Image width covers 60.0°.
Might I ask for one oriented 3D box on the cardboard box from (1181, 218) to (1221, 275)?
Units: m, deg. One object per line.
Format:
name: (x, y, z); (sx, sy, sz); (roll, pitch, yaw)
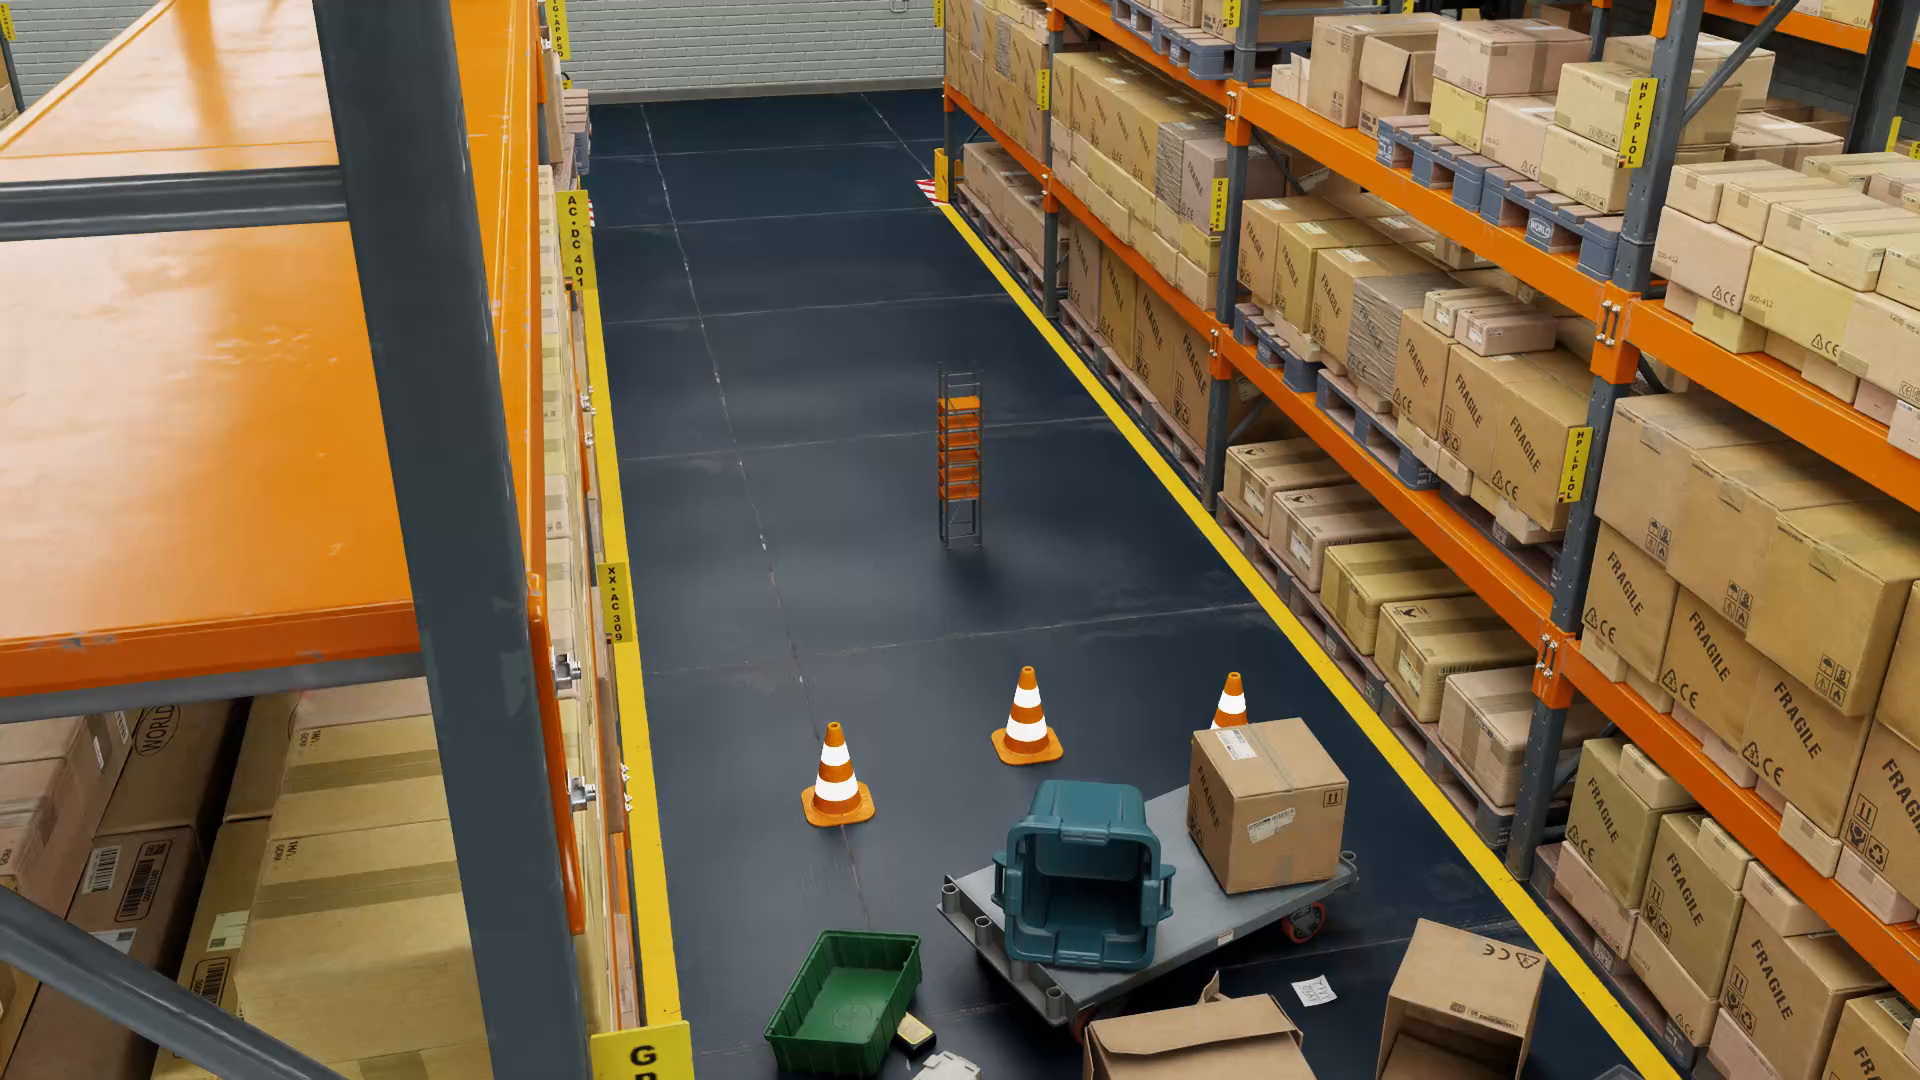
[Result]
cardboard box: (1.773, -1.942, 10.880); (0.500, 0.250, 0.500); (-6, 27, -12)

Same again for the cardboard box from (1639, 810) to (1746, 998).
cardboard box: (3.033, 1.383, 6.434); (0.500, 0.500, 0.500); (-5, 27, -10)

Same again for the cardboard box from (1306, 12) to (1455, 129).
cardboard box: (2.333, -2.565, 9.063); (0.700, 0.500, 0.500); (-6, 27, -12)

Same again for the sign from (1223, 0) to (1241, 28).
sign: (1.587, -3.151, 9.673); (0.100, 0.325, 0.005); (-6, 27, -12)

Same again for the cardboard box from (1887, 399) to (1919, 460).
cardboard box: (3.067, -0.333, 5.030); (0.380, 0.149, 0.250); (-6, 28, -13)

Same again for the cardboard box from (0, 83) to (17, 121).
cardboard box: (-8.961, -3.984, 15.151); (0.500, 0.250, 0.500); (-6, 27, -12)

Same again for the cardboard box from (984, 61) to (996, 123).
cardboard box: (0.522, -4.253, 15.736); (0.500, 0.500, 0.500); (-5, 27, -10)

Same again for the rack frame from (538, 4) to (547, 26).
rack frame: (-2.671, -3.730, 8.153); (1.000, 3.000, 0.127); (-6, 27, -12)

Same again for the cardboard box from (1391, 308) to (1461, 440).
cardboard box: (2.480, -0.832, 8.162); (0.500, 0.500, 0.500); (-5, 27, -10)

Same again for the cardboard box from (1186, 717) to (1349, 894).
cardboard box: (1.303, 1.129, 7.118); (0.500, 0.500, 0.500); (-6, 27, -12)

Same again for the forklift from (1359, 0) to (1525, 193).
forklift: (4.033, -2.794, 13.033); (1.130, 2.935, 3.031); (-6, 27, -12)

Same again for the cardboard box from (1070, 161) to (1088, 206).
cardboard box: (1.188, -2.841, 13.215); (0.500, 0.250, 0.500); (-7, 28, -13)

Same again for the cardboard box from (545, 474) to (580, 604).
cardboard box: (-0.861, 0.020, 2.869); (0.380, 0.149, 0.250); (-6, 27, -12)

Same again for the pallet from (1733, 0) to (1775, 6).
pallet: (6.378, -4.367, 12.953); (1.213, 0.211, 1.003); (-6, 27, -12)

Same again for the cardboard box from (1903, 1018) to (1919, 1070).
cardboard box: (3.238, 1.623, 5.239); (0.380, 0.149, 0.250); (-5, 27, -9)

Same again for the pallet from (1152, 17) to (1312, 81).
pallet: (1.932, -3.131, 10.504); (1.213, 0.211, 1.003); (-5, 27, -9)

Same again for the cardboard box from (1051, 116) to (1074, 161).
cardboard box: (1.052, -3.289, 13.549); (0.500, 0.250, 0.500); (-7, 28, -13)

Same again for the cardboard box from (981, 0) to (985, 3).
cardboard box: (0.415, -5.136, 15.657); (0.380, 0.149, 0.250); (-6, 27, -11)

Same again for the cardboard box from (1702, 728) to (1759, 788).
cardboard box: (3.008, 0.772, 6.171); (0.380, 0.149, 0.250); (-5, 27, -10)

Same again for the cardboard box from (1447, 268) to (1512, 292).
cardboard box: (2.867, -1.105, 8.703); (0.500, 0.500, 0.500); (-7, 28, -14)

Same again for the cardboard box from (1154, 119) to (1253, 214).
cardboard box: (1.634, -2.514, 11.182); (0.500, 0.500, 0.500); (-5, 27, -11)

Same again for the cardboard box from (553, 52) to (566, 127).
cardboard box: (-2.143, -2.155, 7.883); (0.500, 0.311, 0.500); (-6, 27, -12)

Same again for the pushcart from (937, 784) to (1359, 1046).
pushcart: (0.821, 1.582, 7.198); (1.648, 0.377, 0.936); (-16, 31, -29)

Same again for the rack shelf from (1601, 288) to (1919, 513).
rack shelf: (3.481, 0.018, 4.856); (1.077, 0.370, 4.000); (-6, 27, -12)

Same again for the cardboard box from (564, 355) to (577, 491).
cardboard box: (-1.184, -0.301, 3.947); (0.500, 0.250, 0.500); (-6, 27, -12)

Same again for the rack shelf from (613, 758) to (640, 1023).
rack shelf: (-1.319, 1.904, 4.448); (1.077, 0.370, 4.000); (-6, 27, -12)

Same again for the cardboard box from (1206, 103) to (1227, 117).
cardboard box: (2.034, -2.776, 11.701); (0.500, 0.500, 0.500); (-5, 27, -10)

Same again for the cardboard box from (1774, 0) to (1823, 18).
cardboard box: (6.385, -4.017, 12.218); (0.500, 0.250, 0.500); (-6, 27, -12)

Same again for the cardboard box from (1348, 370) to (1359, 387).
cardboard box: (2.343, -0.919, 9.055); (0.380, 0.149, 0.250); (-5, 27, -10)

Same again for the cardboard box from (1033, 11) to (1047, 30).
cardboard box: (0.848, -4.475, 14.347); (0.380, 0.149, 0.250); (-6, 27, -12)

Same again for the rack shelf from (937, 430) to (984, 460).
rack shelf: (0.003, -0.597, 10.433); (0.258, 0.103, 0.180); (-6, 27, -12)

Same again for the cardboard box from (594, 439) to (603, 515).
cardboard box: (-2.582, -0.460, 10.640); (0.500, 0.500, 0.500); (-7, 28, -14)

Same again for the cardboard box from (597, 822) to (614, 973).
cardboard box: (-0.747, 0.597, 2.612); (0.380, 0.149, 0.250); (-6, 27, -11)

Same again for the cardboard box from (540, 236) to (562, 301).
cardboard box: (-1.207, -0.651, 4.199); (0.380, 0.149, 0.250); (-5, 27, -11)

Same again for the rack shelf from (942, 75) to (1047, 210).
rack shelf: (0.777, -3.911, 15.969); (1.077, 0.370, 4.000); (-6, 27, -12)

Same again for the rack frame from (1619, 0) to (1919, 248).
rack frame: (3.031, -2.521, 5.757); (1.000, 3.000, 0.127); (-6, 27, -12)

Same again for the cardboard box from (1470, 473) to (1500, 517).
cardboard box: (2.604, -0.233, 7.696); (0.380, 0.149, 0.250); (-7, 28, -13)

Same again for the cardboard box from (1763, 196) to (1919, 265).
cardboard box: (2.921, -1.026, 5.519); (0.380, 0.149, 0.250); (-7, 28, -13)

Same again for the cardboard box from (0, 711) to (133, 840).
cardboard box: (-1.387, 0.310, 2.295); (0.380, 0.149, 0.250); (-5, 27, -11)

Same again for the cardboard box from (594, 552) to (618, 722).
cardboard box: (-1.626, 0.402, 6.514); (0.500, 0.500, 0.500); (-6, 27, -11)

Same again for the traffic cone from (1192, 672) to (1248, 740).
traffic cone: (1.387, 0.888, 8.478); (0.336, 0.463, 0.334); (-6, 27, -12)

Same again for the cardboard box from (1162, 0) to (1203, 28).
cardboard box: (1.721, -3.585, 10.618); (0.700, 0.500, 0.500); (-7, 28, -14)

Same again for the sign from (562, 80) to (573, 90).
sign: (-3.032, -3.382, 12.837); (0.100, 0.325, 0.005); (-6, 27, -12)

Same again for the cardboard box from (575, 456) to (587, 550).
cardboard box: (-1.087, -0.068, 3.929); (0.380, 0.149, 0.250); (-6, 27, -12)

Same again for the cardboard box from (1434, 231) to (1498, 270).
cardboard box: (2.773, -1.563, 8.892); (0.380, 0.149, 0.250); (-7, 28, -14)

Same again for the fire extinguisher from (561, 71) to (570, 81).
fire extinguisher: (-4.081, -4.520, 16.876); (0.296, 0.674, 0.183); (-6, 27, -12)

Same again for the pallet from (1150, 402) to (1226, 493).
pallet: (2.025, -0.707, 11.917); (1.003, 0.211, 1.213); (-6, 27, -12)

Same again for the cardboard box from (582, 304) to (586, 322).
cardboard box: (-3.341, -1.915, 13.913); (0.380, 0.149, 0.250); (-7, 28, -14)

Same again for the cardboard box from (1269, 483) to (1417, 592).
cardboard box: (2.421, -0.041, 9.952); (0.950, 0.372, 0.625); (-6, 27, -13)

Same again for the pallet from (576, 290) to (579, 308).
pallet: (-2.935, -1.268, 10.146); (1.213, 0.211, 1.003); (-6, 27, -12)

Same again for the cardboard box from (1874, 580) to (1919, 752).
cardboard box: (3.305, 0.418, 5.042); (0.700, 0.500, 0.500); (-6, 27, -12)

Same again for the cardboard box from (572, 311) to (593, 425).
cardboard box: (-2.308, -0.926, 9.144); (0.500, 0.500, 0.500); (-6, 27, -12)

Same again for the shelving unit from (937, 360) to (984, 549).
shelving unit: (0.003, -0.529, 10.467); (0.258, 1.200, 0.189); (-6, 27, -12)

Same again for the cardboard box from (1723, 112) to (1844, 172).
cardboard box: (3.290, -1.599, 6.961); (0.500, 0.250, 0.500); (-7, 28, -13)

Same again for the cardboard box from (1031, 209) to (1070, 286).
cardboard box: (1.191, -2.685, 15.118); (0.875, 0.438, 0.875); (-6, 27, -12)

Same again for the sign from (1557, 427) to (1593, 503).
sign: (2.491, -0.302, 6.733); (0.100, 0.325, 0.005); (-6, 27, -12)

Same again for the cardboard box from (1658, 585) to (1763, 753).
cardboard box: (2.994, 0.419, 6.149); (0.500, 0.500, 0.500); (-6, 27, -12)

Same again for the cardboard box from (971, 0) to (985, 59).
cardboard box: (0.404, -4.911, 15.930); (0.500, 0.500, 0.500); (-6, 27, -12)
